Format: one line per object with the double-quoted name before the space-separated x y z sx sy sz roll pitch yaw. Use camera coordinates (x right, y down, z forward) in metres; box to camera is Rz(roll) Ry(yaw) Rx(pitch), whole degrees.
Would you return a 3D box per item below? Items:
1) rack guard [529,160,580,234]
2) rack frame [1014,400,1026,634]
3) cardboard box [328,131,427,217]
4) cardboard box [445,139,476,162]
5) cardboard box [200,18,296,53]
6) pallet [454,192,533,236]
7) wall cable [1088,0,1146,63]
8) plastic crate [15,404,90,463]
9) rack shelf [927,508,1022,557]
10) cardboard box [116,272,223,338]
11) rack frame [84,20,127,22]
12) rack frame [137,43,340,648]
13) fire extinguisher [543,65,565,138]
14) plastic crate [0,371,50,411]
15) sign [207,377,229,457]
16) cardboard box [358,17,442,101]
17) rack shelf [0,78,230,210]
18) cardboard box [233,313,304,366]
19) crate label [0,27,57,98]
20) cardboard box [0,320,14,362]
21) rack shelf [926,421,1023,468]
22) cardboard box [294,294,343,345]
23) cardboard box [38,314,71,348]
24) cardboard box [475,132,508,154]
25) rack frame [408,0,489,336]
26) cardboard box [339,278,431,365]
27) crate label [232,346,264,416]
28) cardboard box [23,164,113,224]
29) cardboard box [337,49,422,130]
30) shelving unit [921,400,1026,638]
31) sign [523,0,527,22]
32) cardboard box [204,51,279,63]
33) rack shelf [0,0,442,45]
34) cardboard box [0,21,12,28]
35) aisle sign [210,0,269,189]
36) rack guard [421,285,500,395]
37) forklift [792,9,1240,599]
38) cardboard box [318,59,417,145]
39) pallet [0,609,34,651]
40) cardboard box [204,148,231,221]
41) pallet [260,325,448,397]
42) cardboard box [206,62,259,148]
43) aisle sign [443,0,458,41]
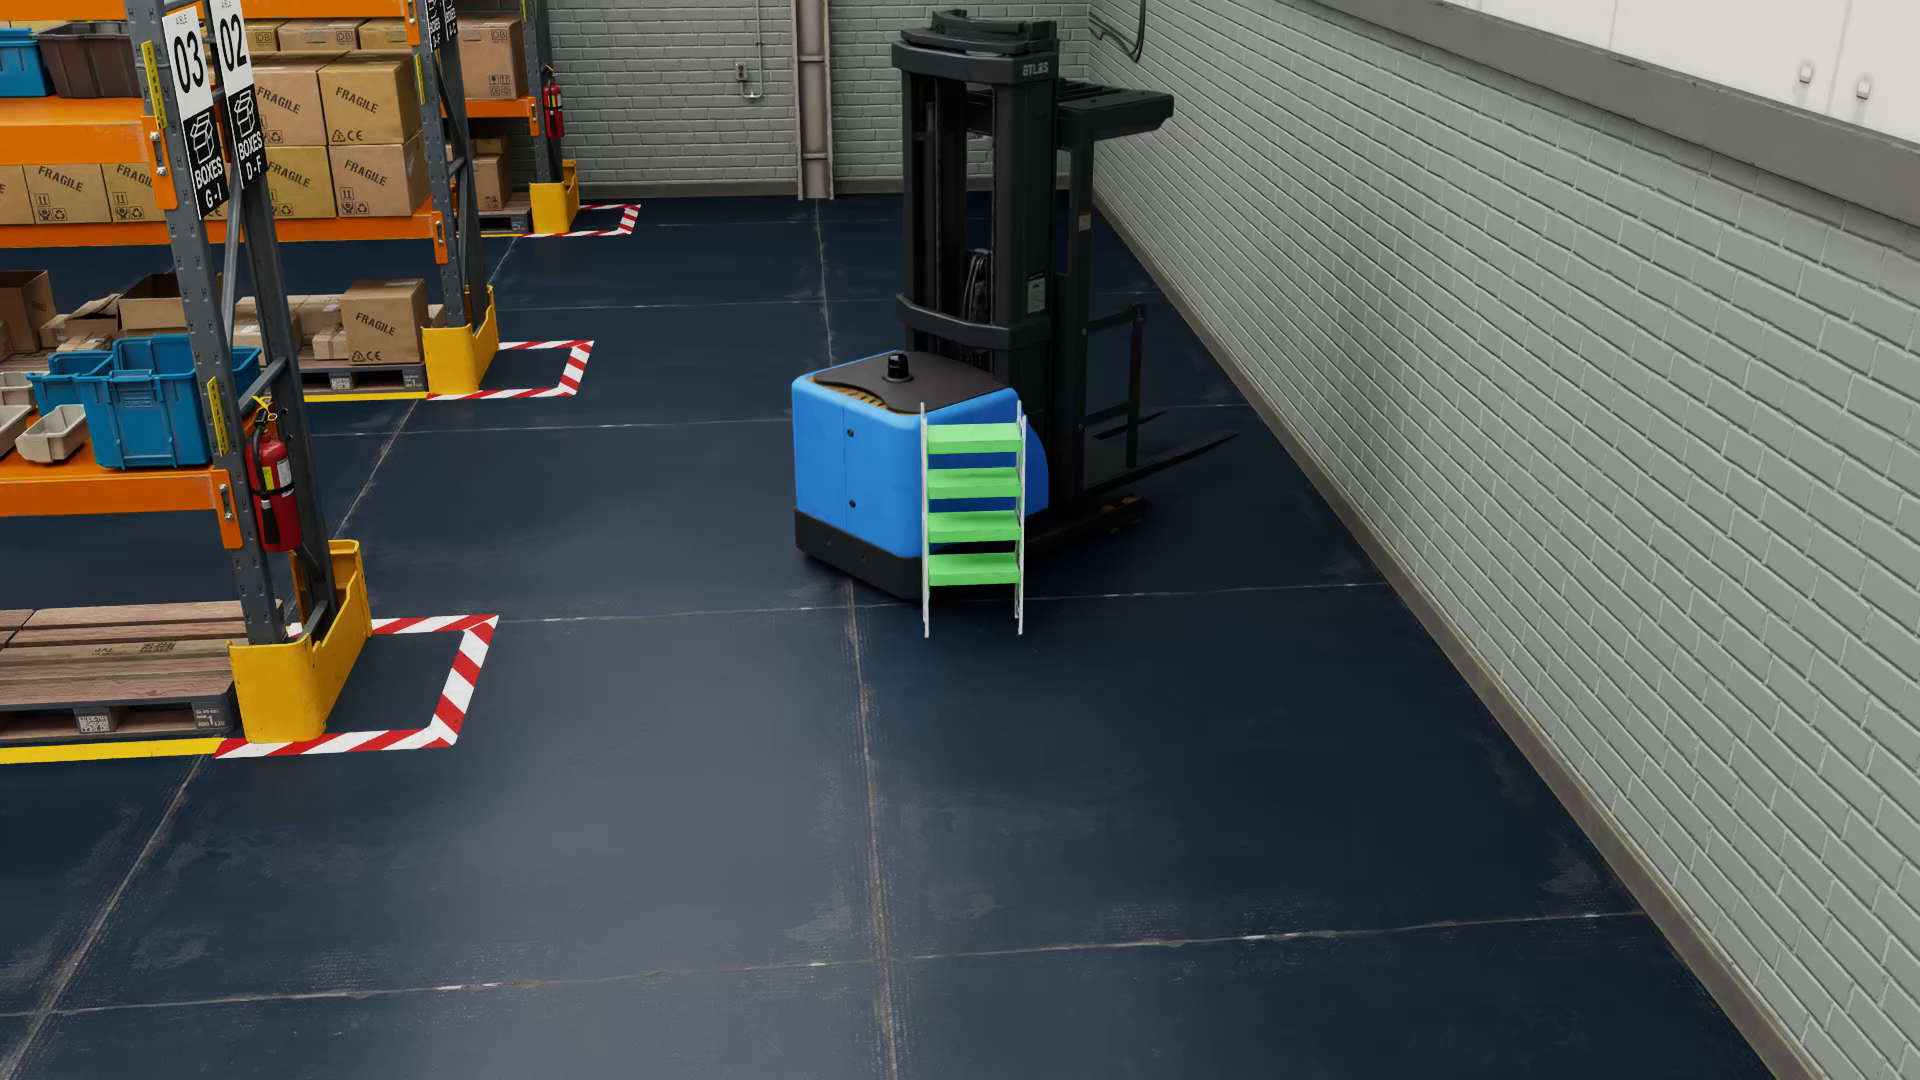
"rack guard" -4.155 -3.531 17.079 0.348 0.500 1.175 -2 24 -5
"rack frame" 0.307 -0.106 8.512 0.015 1.200 0.240 -2 24 -4
"cardboard box" -4.107 -2.588 11.756 0.500 0.500 0.500 -2 24 -4
"cardboard box" -4.975 -3.871 16.529 0.250 0.149 0.380 -3 24 -6
"cardboard box" -6.891 -4.692 16.243 0.700 0.700 0.980 -3 24 -6
"pallet" -4.967 -3.335 16.992 1.213 0.211 1.003 -2 24 -5
"wall cable" 1.485 -6.076 16.164 0.112 2.526 3.097 -2 24 -5
"plastic crate" -3.999 -0.469 7.363 0.243 0.136 0.396 -2 24 -5
"rack shelf" 0.064 -0.040 8.521 0.480 0.148 0.258 -2 24 -4
"cardboard box" -5.799 -1.648 12.296 0.637 0.503 0.797 -2 24 -5
"rack frame" -8.159 -4.513 16.210 0.127 3.000 1.000 -2 24 -5
"rack frame" -3.205 -0.668 7.560 0.127 3.000 1.000 -2 24 -5
"fire extinguisher" -3.983 -4.286 16.254 0.183 0.674 0.296 -2 24 -5
"plastic crate" -4.485 -0.692 7.864 0.298 0.136 0.250 -2 24 -5
"sign" -3.135 -0.521 7.028 0.005 0.325 0.100 -2 24 -5
"cardboard box" -5.408 -4.751 16.378 0.700 0.700 0.980 -2 24 -6
"rack shelf" -5.195 -1.630 6.917 4.000 0.370 1.077 -2 24 -5
"cardboard box" -5.153 -1.468 12.203 0.500 0.250 0.500 -2 24 -5
"crate label" -4.155 -2.064 7.192 0.502 0.251 0.408 -2 24 -5
"cardboard box" -7.230 -1.412 12.003 0.500 0.311 0.500 -2 24 -5
"rack shelf" 0.064 -0.479 8.326 0.480 0.148 0.258 -2 24 -4
"cardboard box" -4.755 -1.688 12.698 0.500 0.250 0.500 -2 24 -5
"cardboard box" -6.762 -1.585 12.592 0.250 0.149 0.380 -2 24 -5
"cardboard box" -4.761 -4.036 16.899 0.250 0.149 0.380 -2 24 -5
"rack frame" -3.688 -2.670 12.065 0.127 3.000 1.000 -2 24 -5
"cardboard box" -4.205 -1.608 12.210 0.500 0.500 0.500 -2 24 -5
"crate label" -3.483 -0.742 7.859 0.303 0.233 0.416 -2 24 -5
"cardboard box" -6.127 -2.507 11.575 0.500 0.500 0.500 -2 24 -5
"cardboard box" -4.155 -3.262 12.041 0.500 0.500 0.500 -2 24 -4
"shelving unit" 0.064 -0.099 8.495 0.503 1.200 0.258 -2 24 -4
"sign" -4.139 -5.090 15.791 0.005 0.325 0.100 -2 24 -5
"cardboard box" -5.173 -3.220 11.947 0.500 0.500 0.500 -2 24 -4
"rack shelf" -5.678 -3.632 11.422 4.000 0.370 1.077 -2 24 -5
"cardboard box" -9.109 -4.908 15.661 0.500 0.250 0.500 -2 24 -4
"aisle sign" -3.162 -1.979 7.308 0.004 0.787 0.394 -2 24 -5
"rack guard" -3.764 -1.525 12.565 0.348 0.500 1.175 -2 24 -5
"forklift" 0.481 -1.515 9.550 3.031 2.935 1.130 -21 31 -39
"cardboard box" -4.104 -3.044 11.551 0.500 0.500 0.500 -3 24 -6
"pallet" -5.241 0.671 7.981 1.213 0.211 1.003 -2 24 -5
"cardboard box" -5.120 -2.548 11.667 0.500 0.500 0.500 -2 24 -5
"pallet" -4.557 -1.361 12.552 1.213 0.211 1.003 -2 24 -5
"cardboard box" -5.122 -3.001 11.454 0.500 0.500 0.500 -2 24 -4
"aisle sign" -3.649 -3.980 11.810 0.004 0.787 0.394 -2 24 -5
